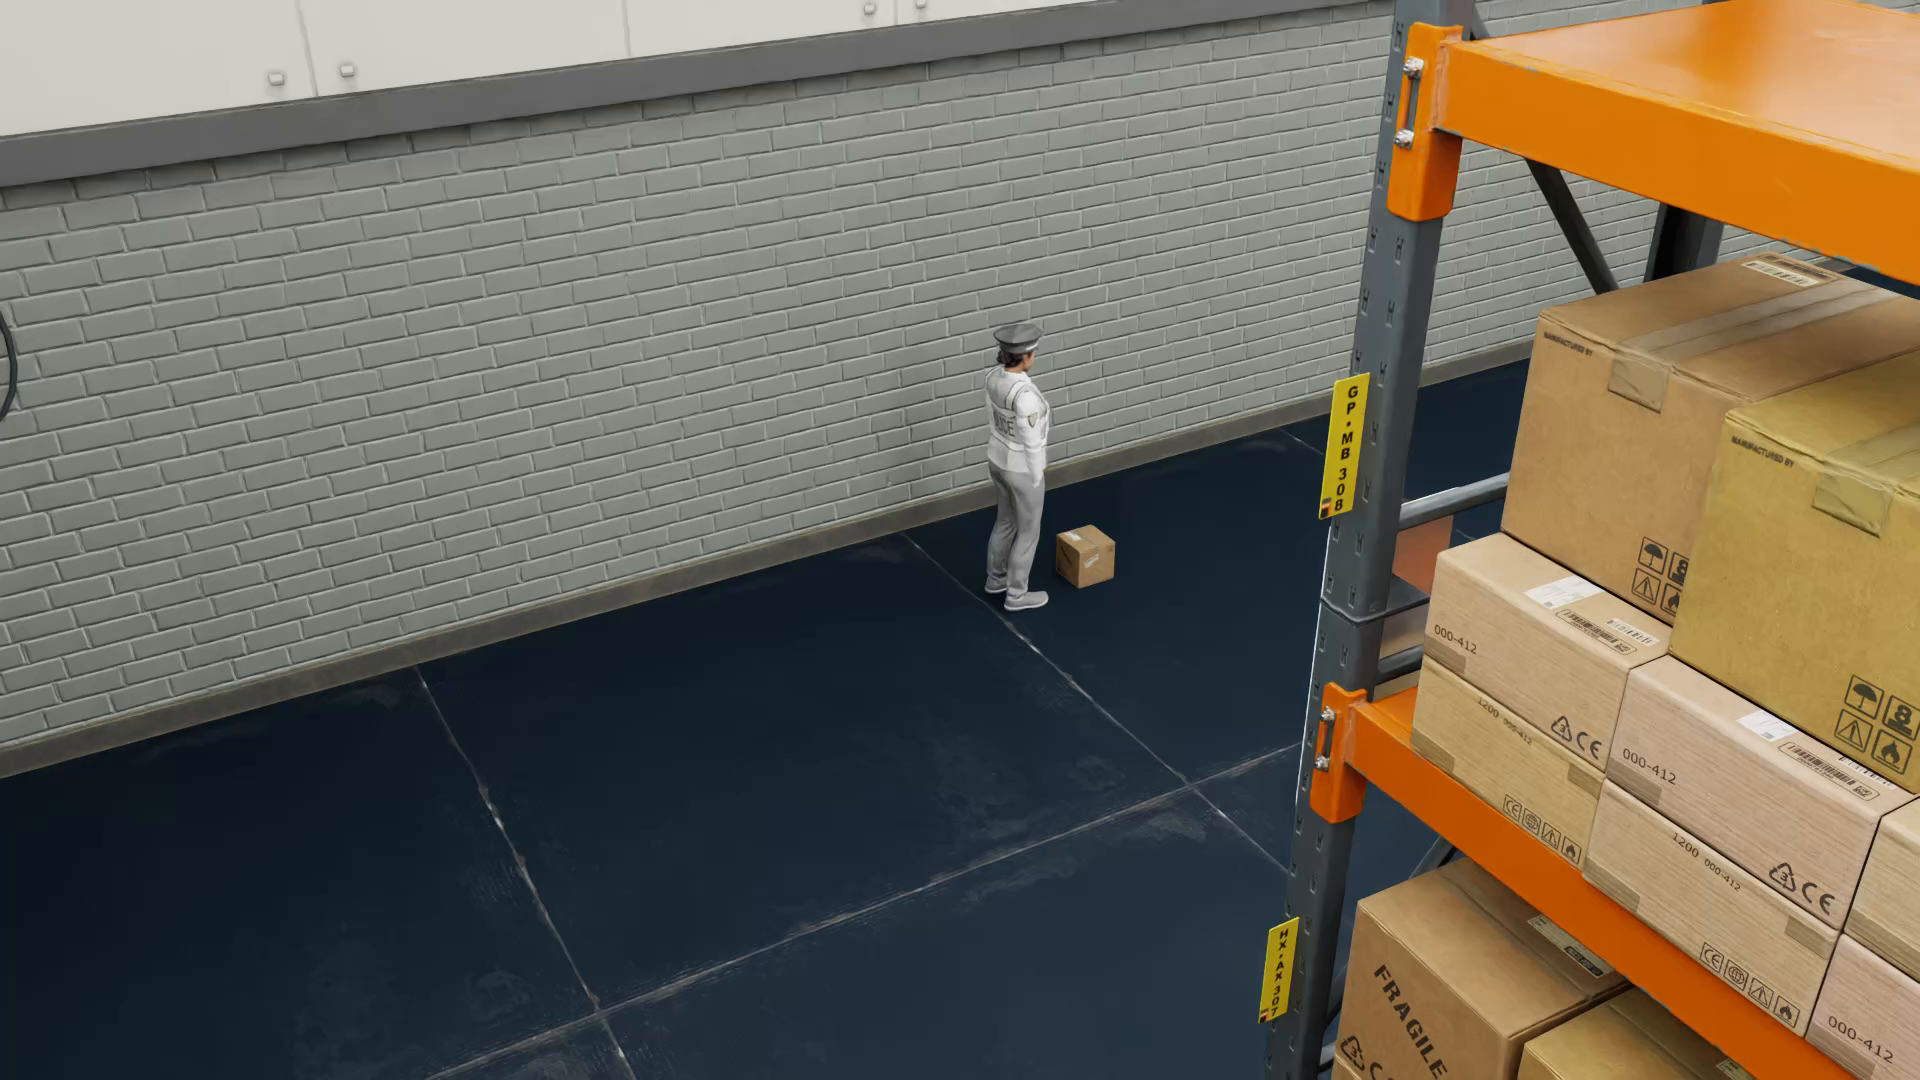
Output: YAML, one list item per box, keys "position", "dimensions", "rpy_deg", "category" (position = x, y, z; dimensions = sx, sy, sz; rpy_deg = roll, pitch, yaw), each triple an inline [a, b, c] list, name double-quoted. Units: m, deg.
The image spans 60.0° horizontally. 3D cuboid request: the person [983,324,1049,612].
- position: [0.320, -0.408, 9.290]
  dimensions: [0.328, 1.663, 0.469]
  rpy_deg: [-15, 33, -25]
  category: "person"
